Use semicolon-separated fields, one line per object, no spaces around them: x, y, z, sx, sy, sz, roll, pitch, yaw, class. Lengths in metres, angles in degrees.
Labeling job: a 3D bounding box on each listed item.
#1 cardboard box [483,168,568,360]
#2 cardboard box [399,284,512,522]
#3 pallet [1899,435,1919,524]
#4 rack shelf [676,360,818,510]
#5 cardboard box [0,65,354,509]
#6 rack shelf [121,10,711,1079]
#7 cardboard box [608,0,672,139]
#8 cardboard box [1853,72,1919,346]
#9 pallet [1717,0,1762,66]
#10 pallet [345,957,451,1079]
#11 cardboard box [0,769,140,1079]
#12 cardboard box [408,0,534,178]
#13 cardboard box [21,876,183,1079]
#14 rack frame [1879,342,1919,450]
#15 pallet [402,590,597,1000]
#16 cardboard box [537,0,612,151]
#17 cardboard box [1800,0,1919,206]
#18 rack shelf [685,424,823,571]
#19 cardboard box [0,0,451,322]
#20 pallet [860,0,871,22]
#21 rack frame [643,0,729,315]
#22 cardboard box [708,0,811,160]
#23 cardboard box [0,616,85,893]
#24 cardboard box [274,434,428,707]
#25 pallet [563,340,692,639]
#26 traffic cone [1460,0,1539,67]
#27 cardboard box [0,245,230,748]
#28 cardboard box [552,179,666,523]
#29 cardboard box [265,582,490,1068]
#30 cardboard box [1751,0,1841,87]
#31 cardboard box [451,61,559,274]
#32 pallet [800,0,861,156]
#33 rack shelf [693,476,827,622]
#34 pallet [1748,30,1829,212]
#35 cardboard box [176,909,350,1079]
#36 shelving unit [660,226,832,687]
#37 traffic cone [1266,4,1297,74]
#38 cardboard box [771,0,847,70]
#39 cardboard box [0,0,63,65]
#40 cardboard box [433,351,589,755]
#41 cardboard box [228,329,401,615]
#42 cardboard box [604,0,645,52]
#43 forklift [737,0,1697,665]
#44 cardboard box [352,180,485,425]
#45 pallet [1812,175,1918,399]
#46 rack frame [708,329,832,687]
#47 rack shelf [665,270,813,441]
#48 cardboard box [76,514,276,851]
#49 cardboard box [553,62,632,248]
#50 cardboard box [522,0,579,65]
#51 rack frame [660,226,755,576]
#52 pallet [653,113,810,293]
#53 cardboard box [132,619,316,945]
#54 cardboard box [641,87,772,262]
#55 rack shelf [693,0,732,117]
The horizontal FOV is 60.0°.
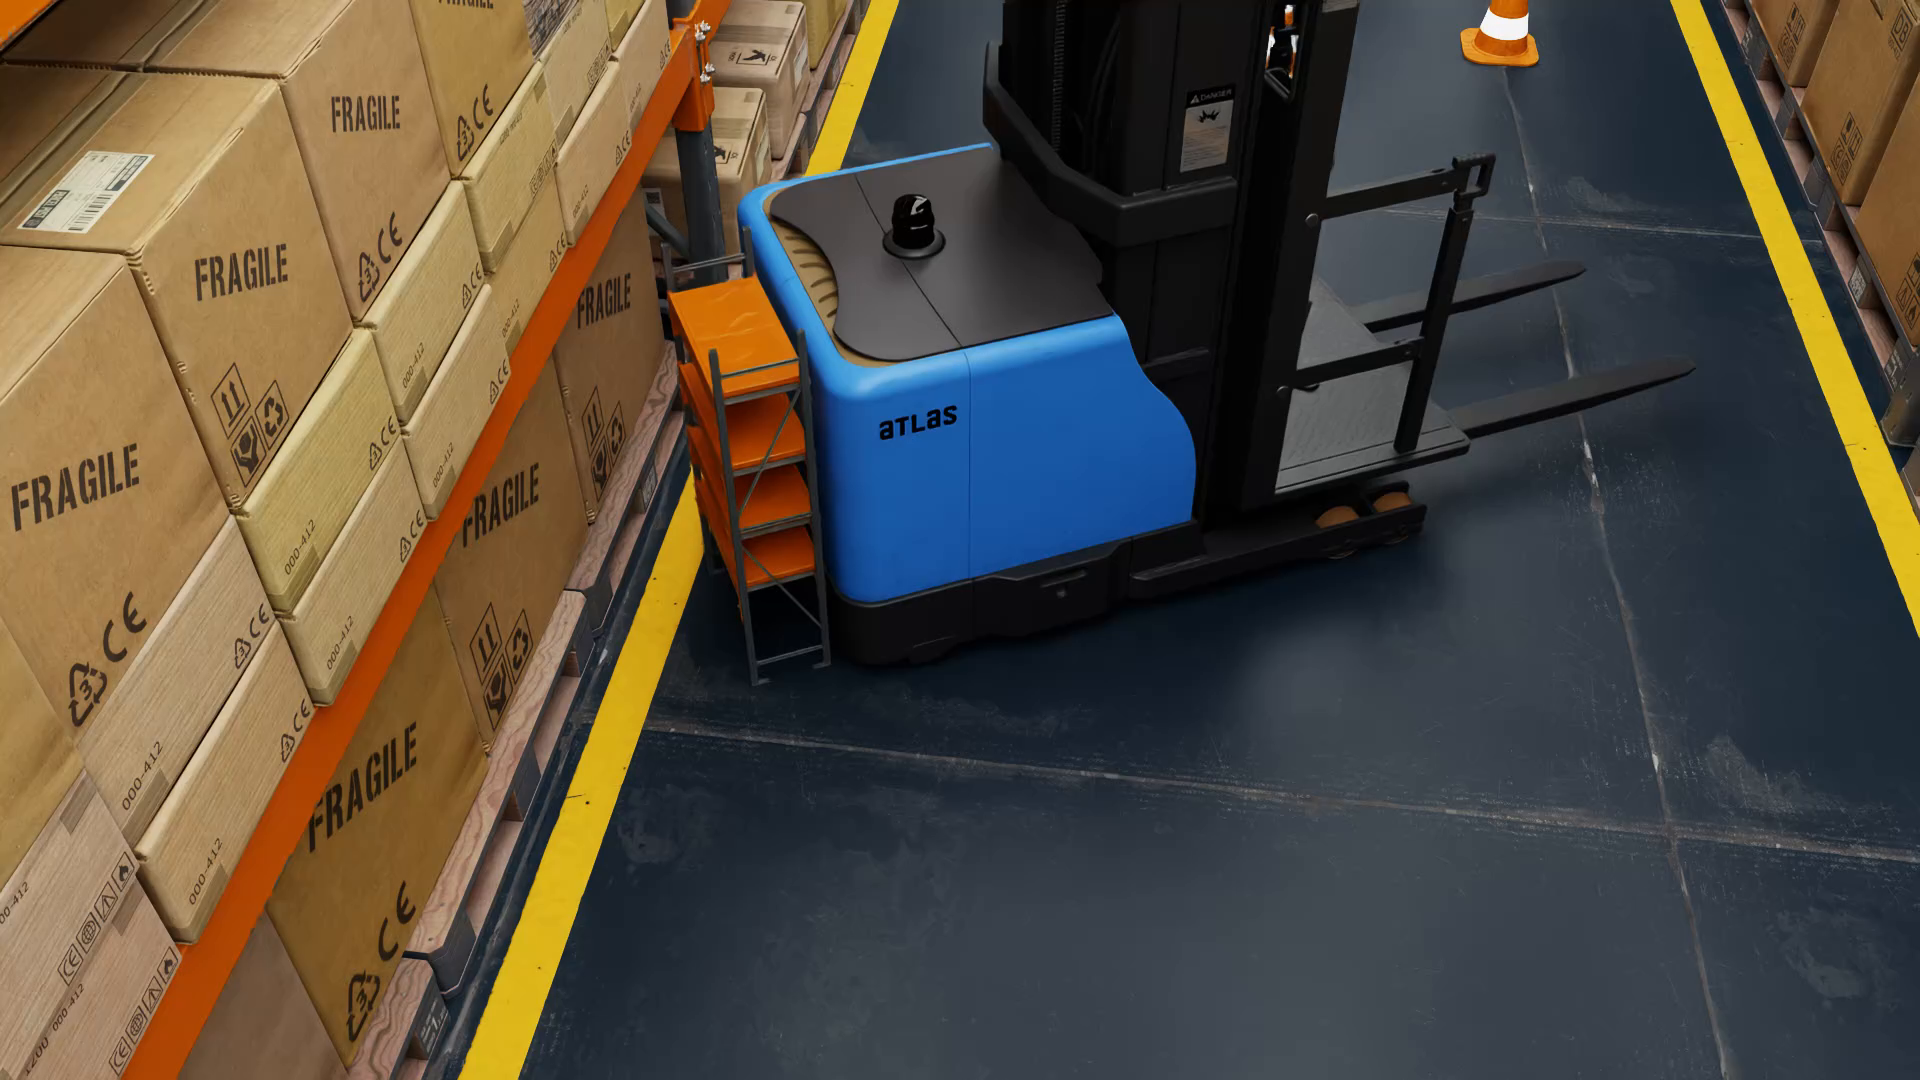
-1.246;-0.663;3.878;0.500;0.250;0.500;5;44;5;cardboard box
-1.286;-0.313;3.508;0.500;0.250;0.500;5;44;5;cardboard box
3.513;0.149;4.939;1.003;0.211;1.213;5;44;6;pallet
-0.577;-0.315;4.483;0.258;0.148;0.480;-15;45;-15;rack shelf
-1.379;-0.415;2.707;0.500;0.500;0.500;4;44;4;cardboard box
-1.567;-0.153;3.753;1.077;0.370;4.000;5;44;6;rack shelf
-1.112;-1.355;4.608;0.500;0.250;0.500;4;44;4;cardboard box
3.787;-1.139;5.602;1.050;0.750;0.750;5;44;5;cardboard box
4.119;-2.577;7.818;1.003;0.211;1.213;5;44;6;pallet
-1.804;1.429;3.588;1.003;0.211;1.213;5;44;6;pallet
-1.493;0.548;2.236;0.500;0.250;0.500;4;44;4;cardboard box
-1.243;-1.112;3.443;0.500;0.500;0.500;5;44;6;cardboard box
-1.511;0.727;2.409;0.500;0.250;0.500;4;44;5;cardboard box
3.618;-1.396;4.543;1.000;3.000;0.127;5;44;6;rack frame
-1.645;0.595;4.468;1.003;0.211;1.213;5;44;6;pallet
-1.179;-1.201;4.083;0.500;0.250;0.500;4;44;4;cardboard box
3.900;-1.735;6.231;1.050;0.750;0.750;6;44;6;cardboard box
-0.577;-0.153;4.637;0.258;0.148;0.480;-15;45;-15;rack shelf
-1.317;-0.768;3.079;0.500;0.500;0.500;5;44;5;cardboard box
-0.875;-2.960;8.223;1.003;0.211;1.213;5;44;6;pallet
-1.302;-1.777;4.945;1.000;3.000;0.127;5;44;6;rack frame
-1.128;-1.863;6.642;0.950;0.372;0.625;4;44;5;cardboard box
-1.488;0.276;1.977;0.500;0.500;0.500;6;44;6;cardboard box
-1.361;0.027;3.149;0.500;0.250;0.500;5;44;5;cardboard box
-1.481;-0.234;5.344;1.003;0.211;1.213;5;44;6;pallet
2.472;-2.424;7.474;0.336;0.463;0.334;5;44;6;traffic cone
-1.448;-0.074;2.346;0.500;0.500;0.500;5;44;5;cardboard box
-1.476;-0.695;5.042;0.875;0.875;0.875;5;44;5;cardboard box
-1.717;0.522;3.757;0.875;0.875;0.875;6;44;7;cardboard box
4.022;-2.369;6.902;1.050;0.750;0.750;5;44;6;cardboard box
-1.226;-0.851;3.712;0.500;0.250;0.500;4;44;4;cardboard box
-1.034;-2.126;7.342;1.003;0.211;1.213;5;44;6;pallet
-0.577;-0.009;4.773;0.258;0.148;0.480;-15;45;-15;rack shelf
3.960;-1.743;6.937;1.003;0.211;1.213;5;44;6;pallet
-1.828;1.138;3.106;0.875;0.875;0.875;6;44;7;cardboard box
-0.577;-0.202;4.590;0.258;1.200;0.503;-15;45;-15;shelving unit
1.403;-2.321;7.365;0.336;0.463;0.334;5;44;6;traffic cone
-1.022;-2.380;7.187;0.950;0.372;0.625;7;44;7;cardboard box
-1.820;-0.829;3.144;0.500;0.500;0.500;6;44;6;cardboard box
-1.598;-0.088;4.401;0.875;0.875;0.875;6;44;6;cardboard box
-1.359;-0.152;2.974;0.500;0.250;0.500;6;44;6;cardboard box
-1.115;-1.551;4.452;0.500;0.250;0.500;5;44;5;cardboard box
0.921;-1.333;4.526;3.031;2.935;1.130;-14;45;-15;forklift
-1.294;-0.497;3.338;0.500;0.250;0.500;4;44;4;cardboard box
3.797;-0.914;6.062;1.003;0.211;1.213;5;44;6;pallet
-0.490;-0.045;4.425;0.240;1.200;0.015;-15;45;-15;rack frame
-0.577;-0.487;4.320;0.258;0.148;0.480;-15;45;-15;rack shelf
-1.452;0.190;2.614;0.500;0.250;0.500;6;44;6;cardboard box
-1.164;-1.005;4.239;0.500;0.250;0.500;6;44;6;cardboard box
-1.171;-1.450;3.800;0.500;0.500;0.500;6;44;6;cardboard box
-0.664;-0.358;4.756;0.240;1.200;0.015;-15;45;-15;rack frame
-1.198;-1.297;6.466;1.003;0.211;1.213;5;44;6;pallet
-1.444;0.375;2.782;0.500;0.250;0.500;4;44;4;cardboard box
-1.218;-1.360;6.110;0.950;0.372;0.625;3;43;3;cardboard box
-1.038;-2.879;6.632;1.077;0.370;4.000;5;44;6;rack shelf
